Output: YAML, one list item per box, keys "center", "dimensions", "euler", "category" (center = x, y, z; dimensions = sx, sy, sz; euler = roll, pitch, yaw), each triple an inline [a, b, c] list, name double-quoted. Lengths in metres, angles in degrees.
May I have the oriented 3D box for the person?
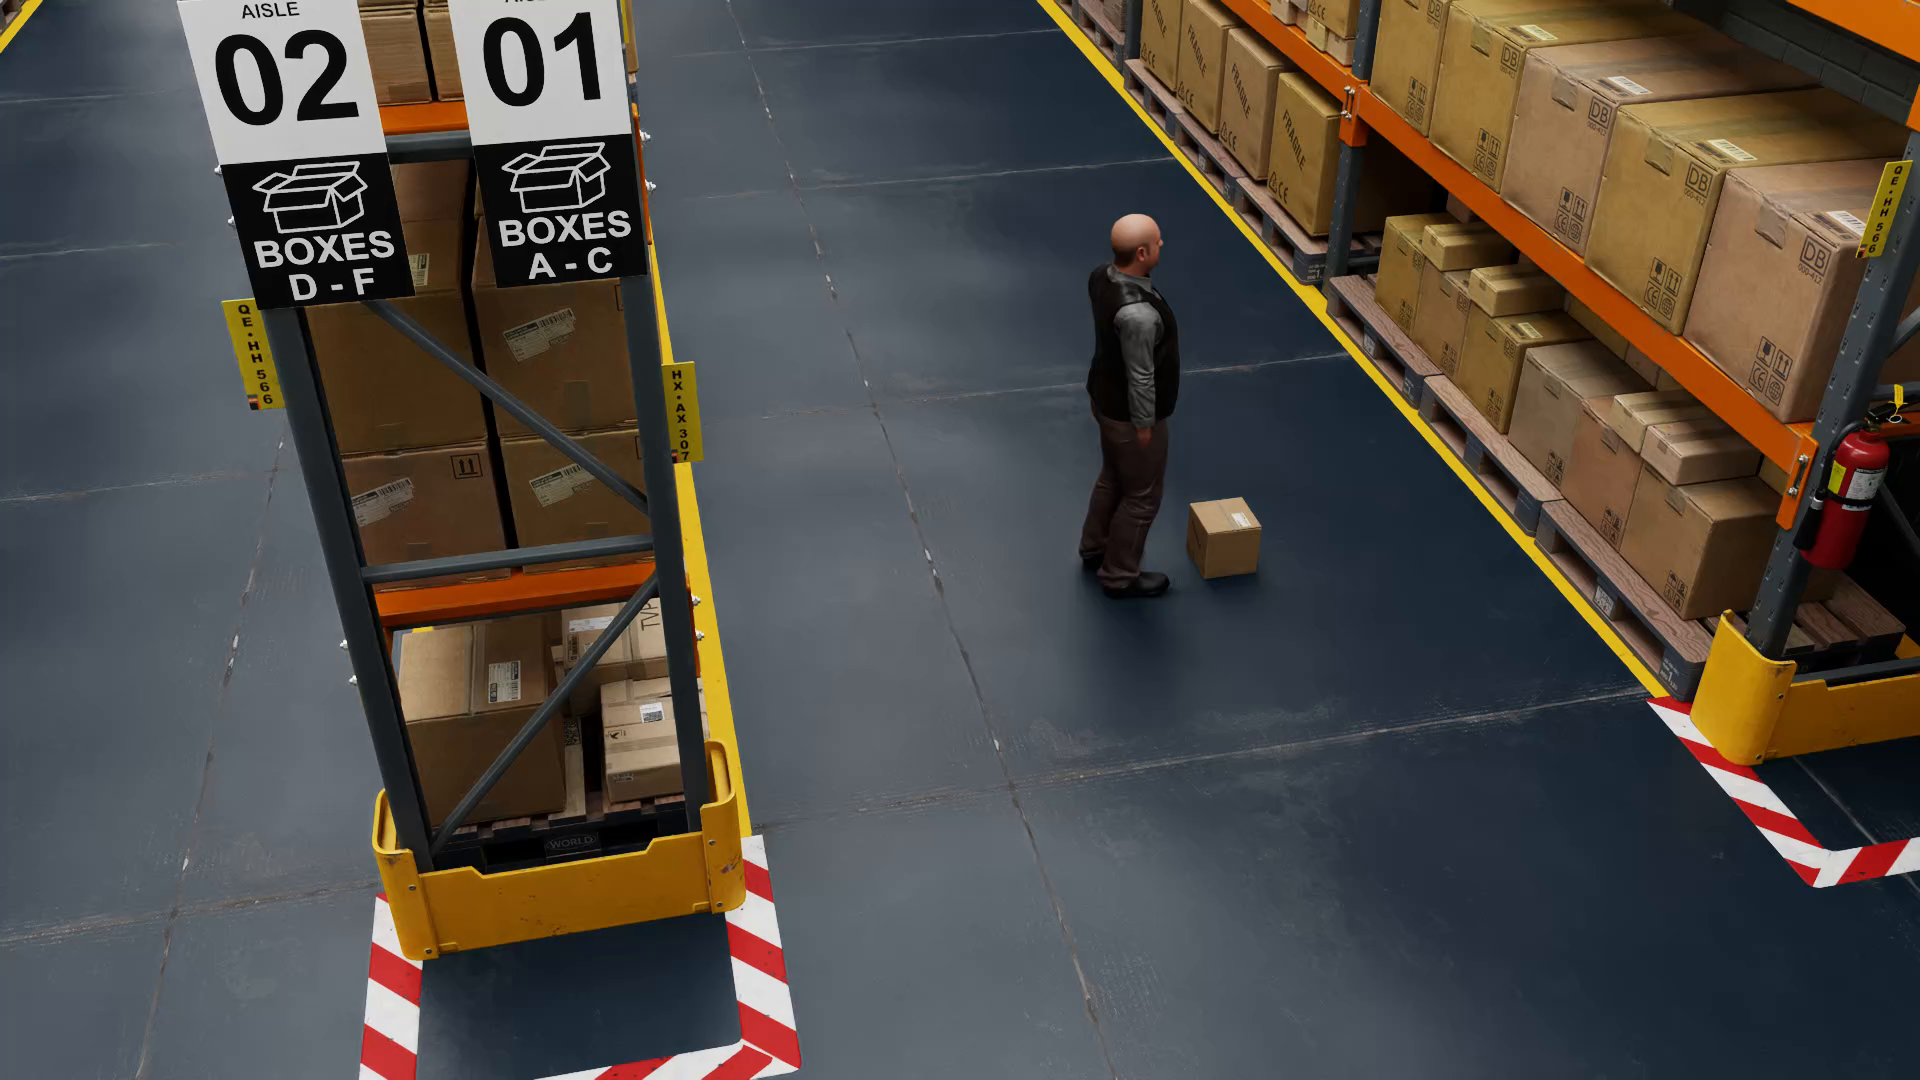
- center: [0.721, -0.565, 7.003]
  dimensions: [0.361, 1.715, 0.531]
  euler: [-6, 35, -9]
  category: "person"
